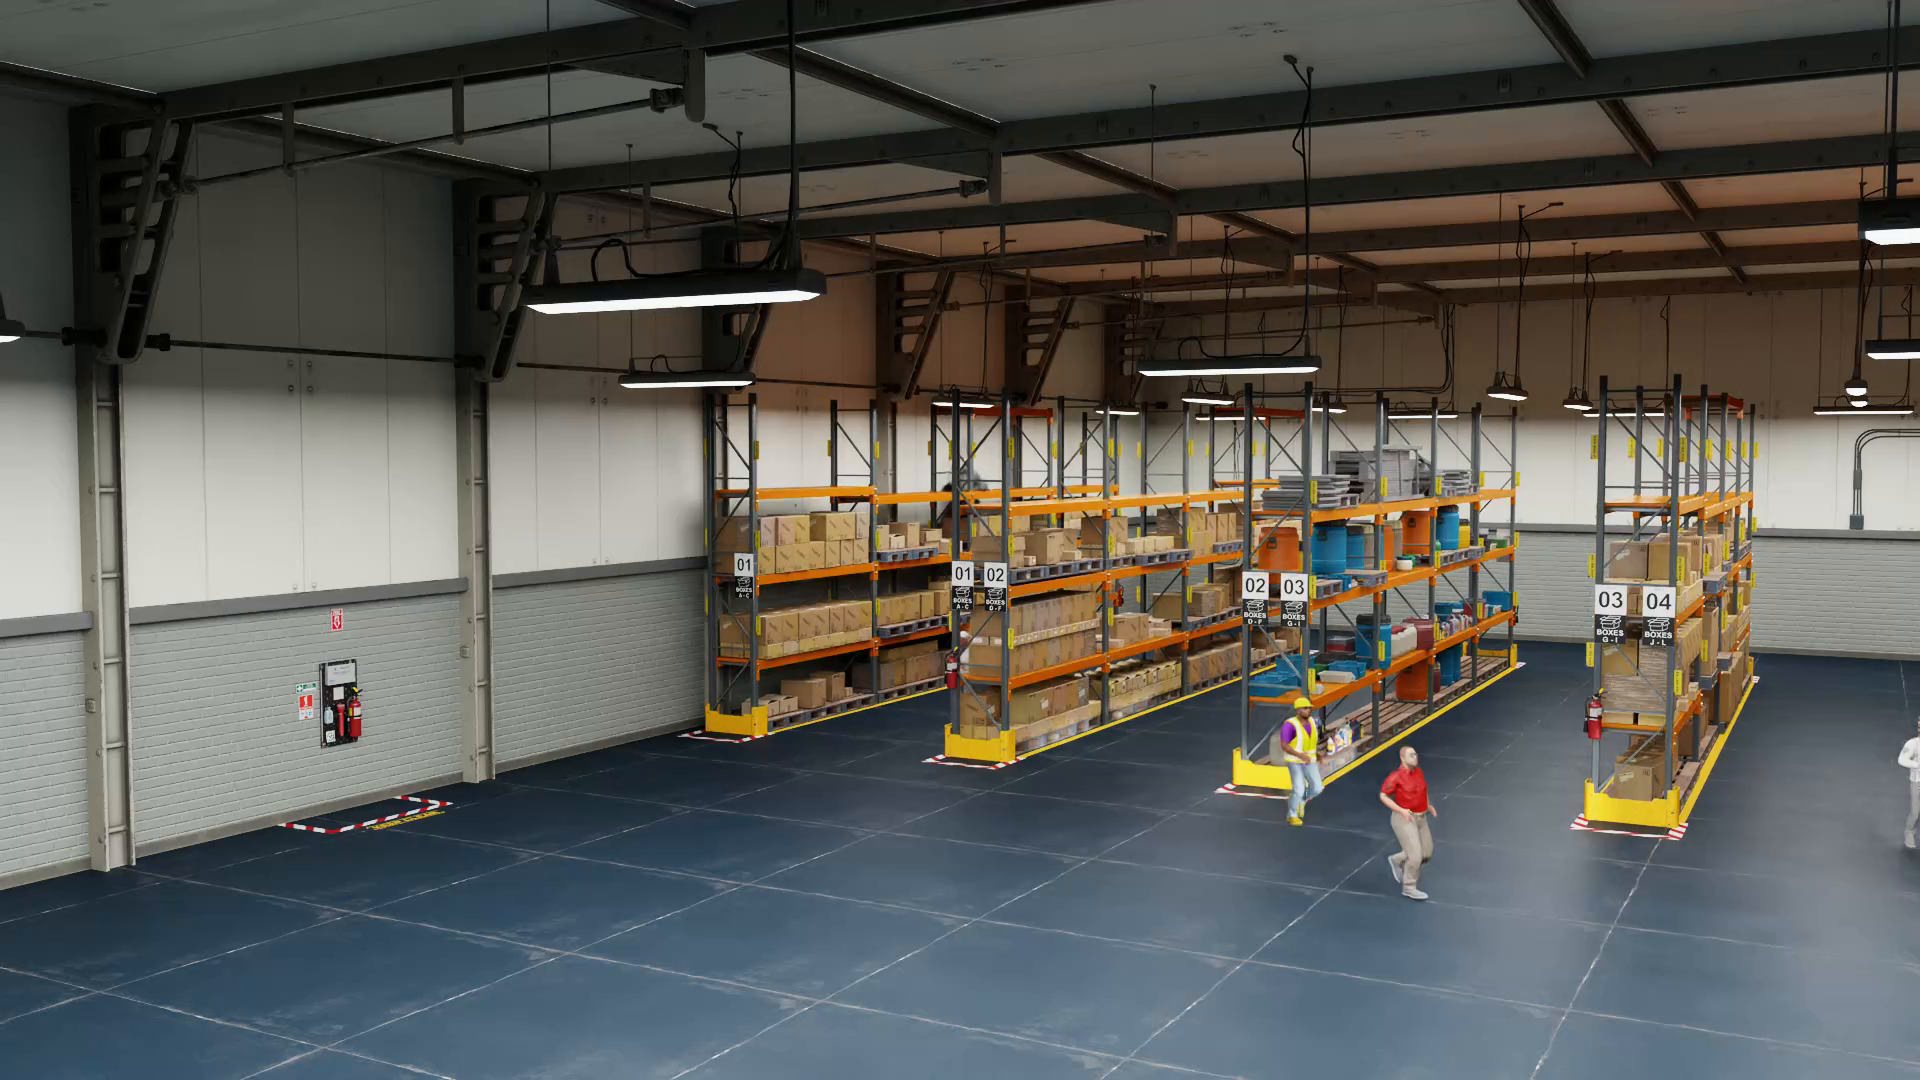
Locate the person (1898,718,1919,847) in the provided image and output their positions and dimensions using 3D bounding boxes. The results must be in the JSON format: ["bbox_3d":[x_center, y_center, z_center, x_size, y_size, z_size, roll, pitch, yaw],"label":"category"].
[{"bbox_3d":[11.927,3.040,20.557,0.614,1.753,0.771,1,3,14],"label":"person"}]

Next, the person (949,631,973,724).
[{"bbox_3d":[0.032,2.508,29.806,0.667,1.750,0.915,2,4,29],"label":"person"}]

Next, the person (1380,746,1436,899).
[{"bbox_3d":[5.017,3.153,18.695,0.664,1.667,0.654,-2,4,-33],"label":"person"}]

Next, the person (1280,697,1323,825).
[{"bbox_3d":[4.580,2.945,22.105,0.688,1.711,0.631,-2,3,-27],"label":"person"}]
